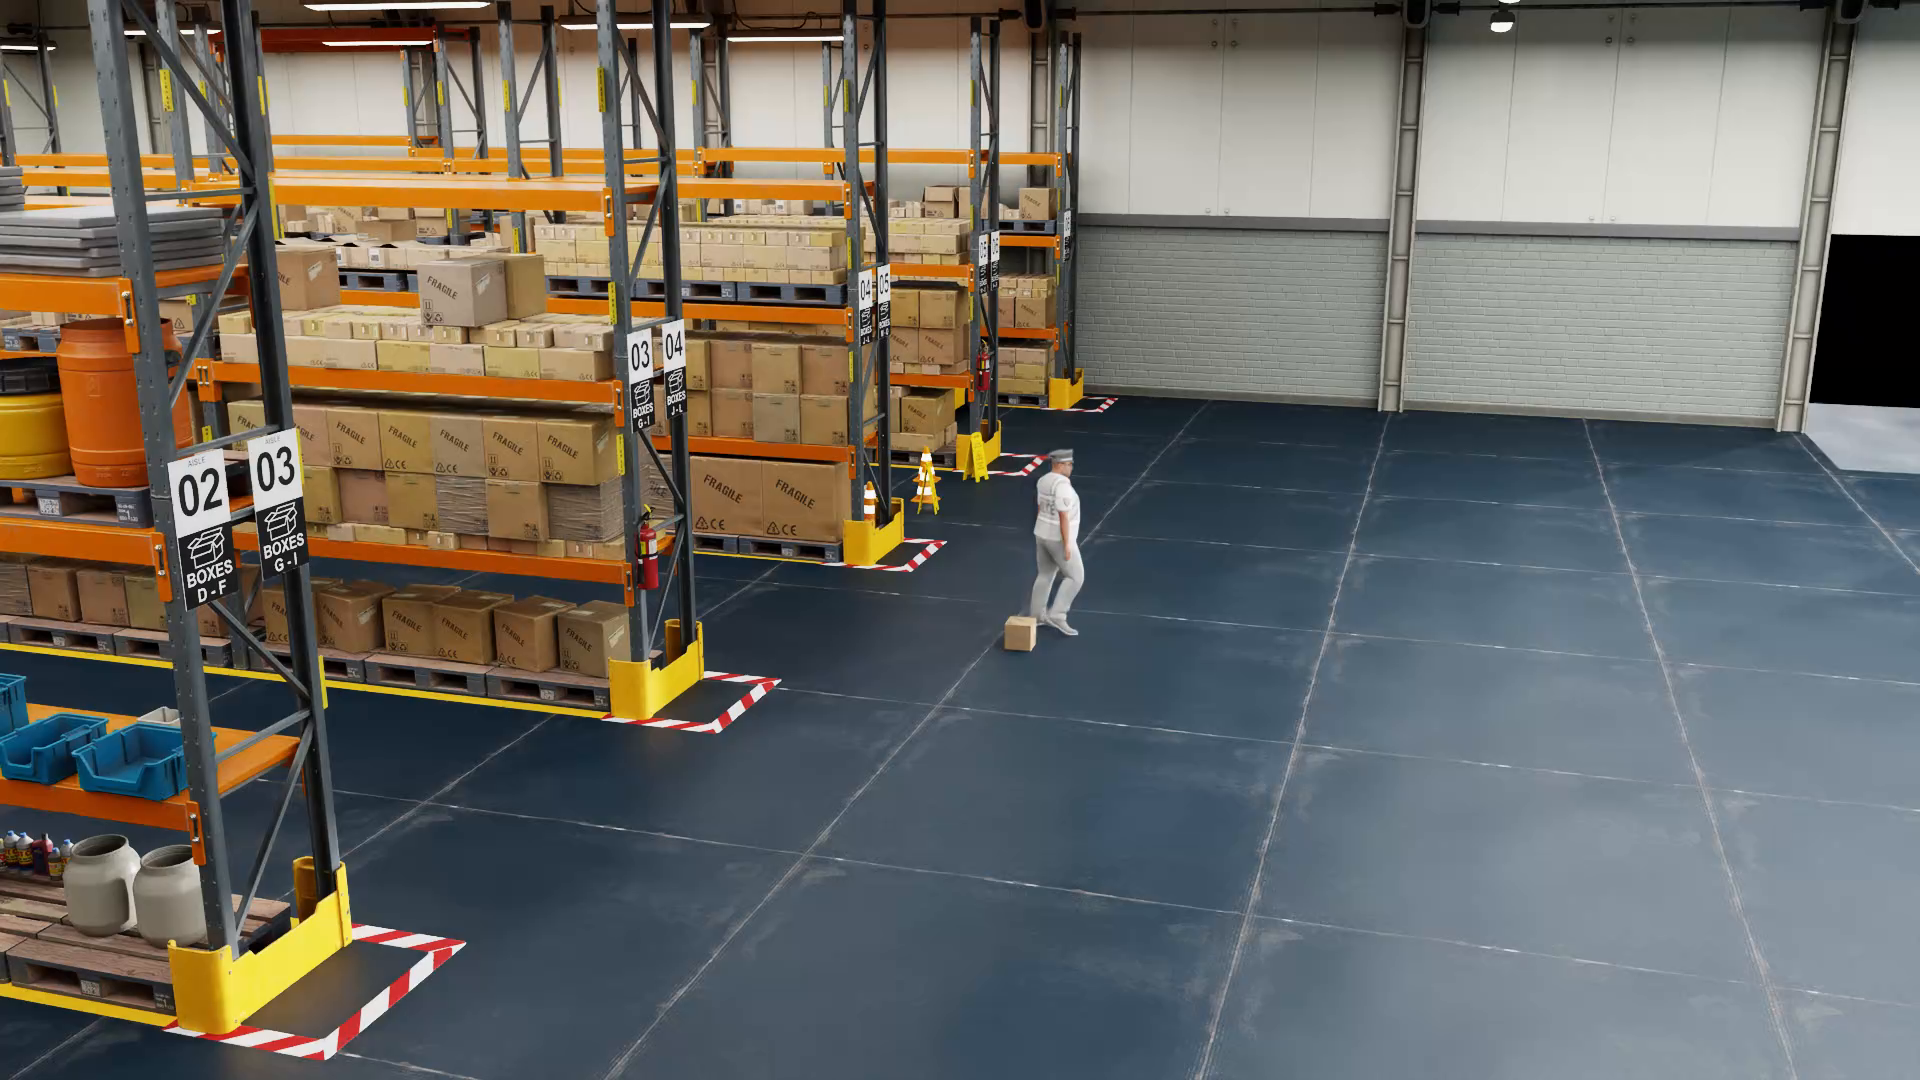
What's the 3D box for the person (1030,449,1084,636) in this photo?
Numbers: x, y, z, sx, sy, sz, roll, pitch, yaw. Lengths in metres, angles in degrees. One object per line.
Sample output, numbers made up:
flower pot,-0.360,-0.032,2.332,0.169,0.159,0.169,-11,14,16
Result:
person,0.915,0.011,15.970,0.487,1.764,0.633,-8,17,-27
